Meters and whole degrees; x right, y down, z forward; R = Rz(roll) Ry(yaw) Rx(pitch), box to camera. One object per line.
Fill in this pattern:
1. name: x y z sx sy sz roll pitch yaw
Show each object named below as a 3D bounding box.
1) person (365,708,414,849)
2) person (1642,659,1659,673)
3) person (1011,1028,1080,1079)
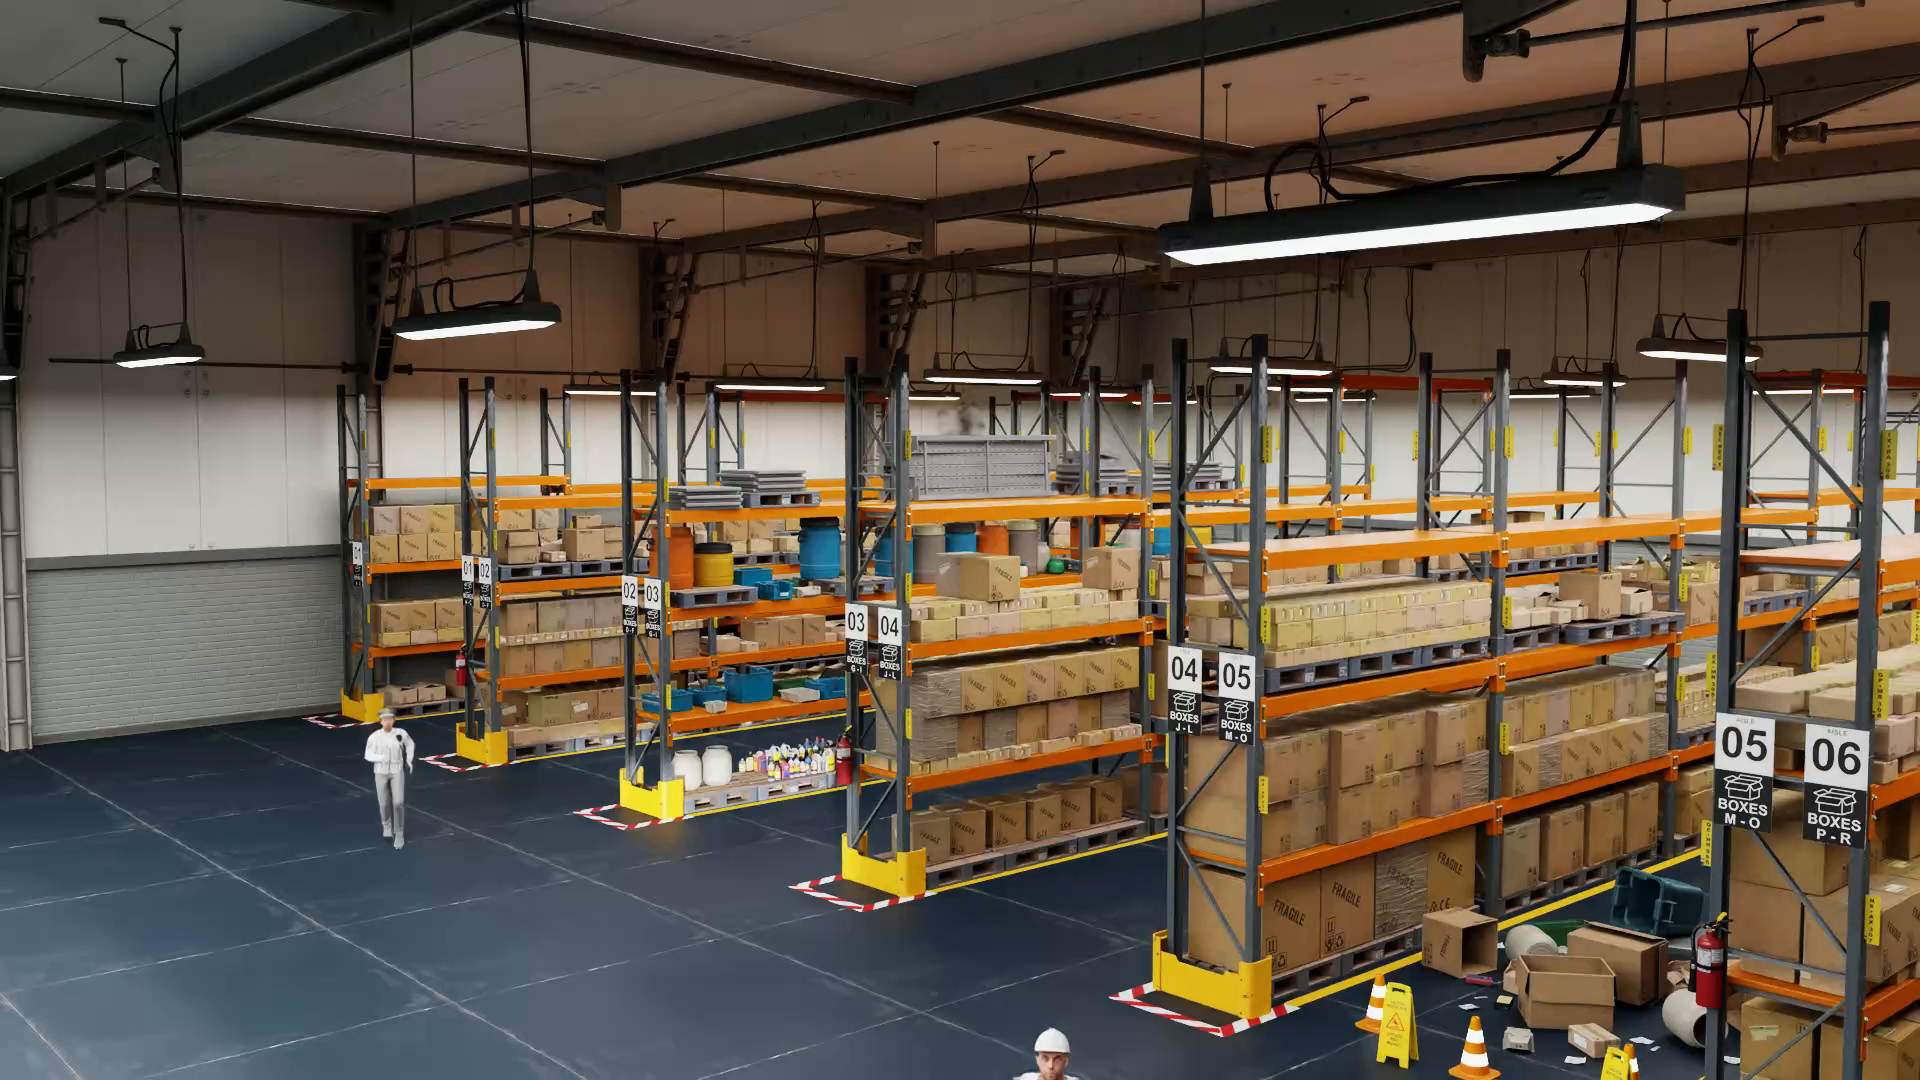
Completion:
1. person: -7.122 2.952 20.782 0.577 1.744 0.743 -1 4 -17
2. person: 10.236 2.652 24.612 0.879 1.801 0.707 -3 5 -40
3. person: 0.509 3.625 9.319 0.660 1.787 0.976 0 4 5
